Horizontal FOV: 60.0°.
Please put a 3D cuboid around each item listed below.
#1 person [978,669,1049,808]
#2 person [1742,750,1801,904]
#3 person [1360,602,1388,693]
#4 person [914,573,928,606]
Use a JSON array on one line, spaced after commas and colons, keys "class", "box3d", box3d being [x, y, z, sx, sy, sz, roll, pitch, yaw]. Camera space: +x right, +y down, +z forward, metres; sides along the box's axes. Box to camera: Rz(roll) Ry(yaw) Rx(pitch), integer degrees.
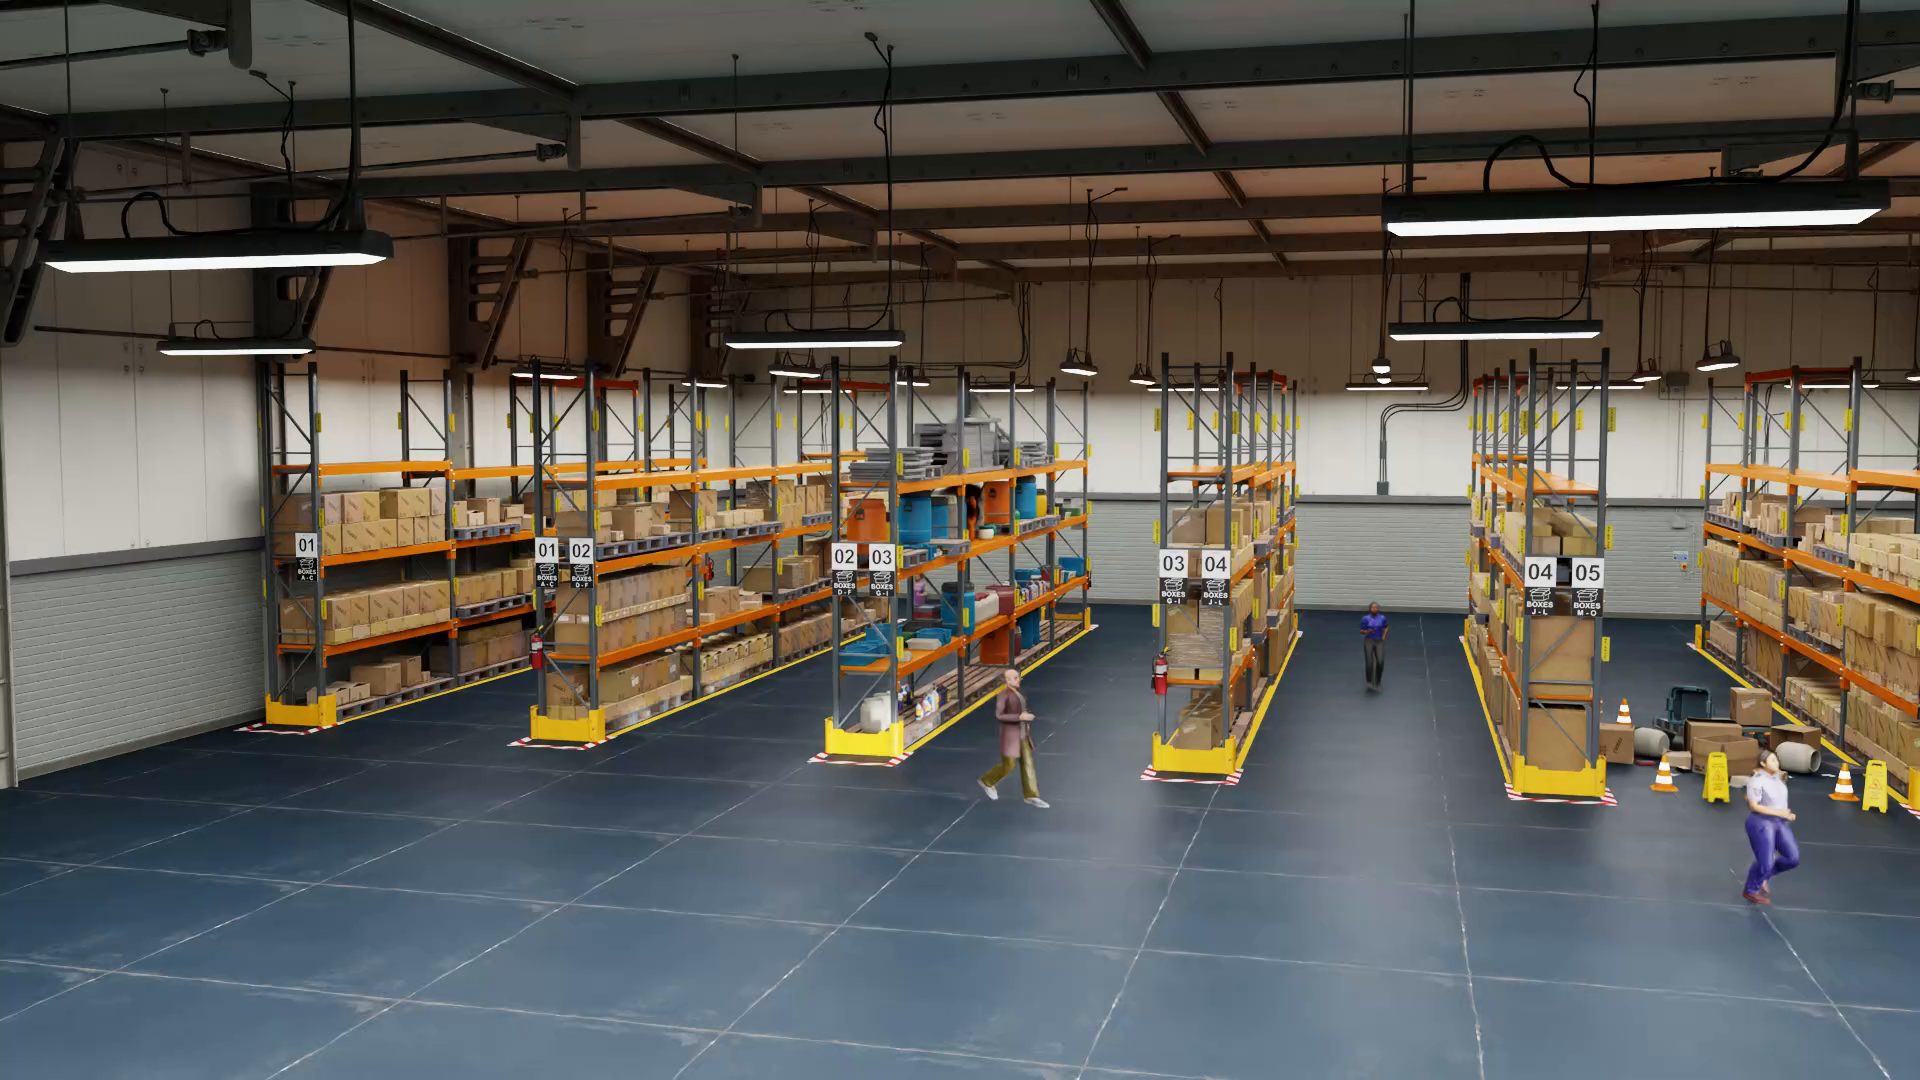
[{"class": "person", "box3d": [0.696, 2.562, 21.624, 1.049, 1.769, 0.707, 3, 5, 36]}, {"class": "person", "box3d": [8.438, 2.984, 17.270, 0.595, 1.609, 0.556, -2, 5, -31]}, {"class": "person", "box3d": [7.738, 2.003, 31.037, 0.553, 1.699, 0.681, 0, 4, 7]}, {"class": "person", "box3d": [-0.969, 1.512, 38.010, 0.511, 1.628, 0.822, 0, 4, 1]}]
